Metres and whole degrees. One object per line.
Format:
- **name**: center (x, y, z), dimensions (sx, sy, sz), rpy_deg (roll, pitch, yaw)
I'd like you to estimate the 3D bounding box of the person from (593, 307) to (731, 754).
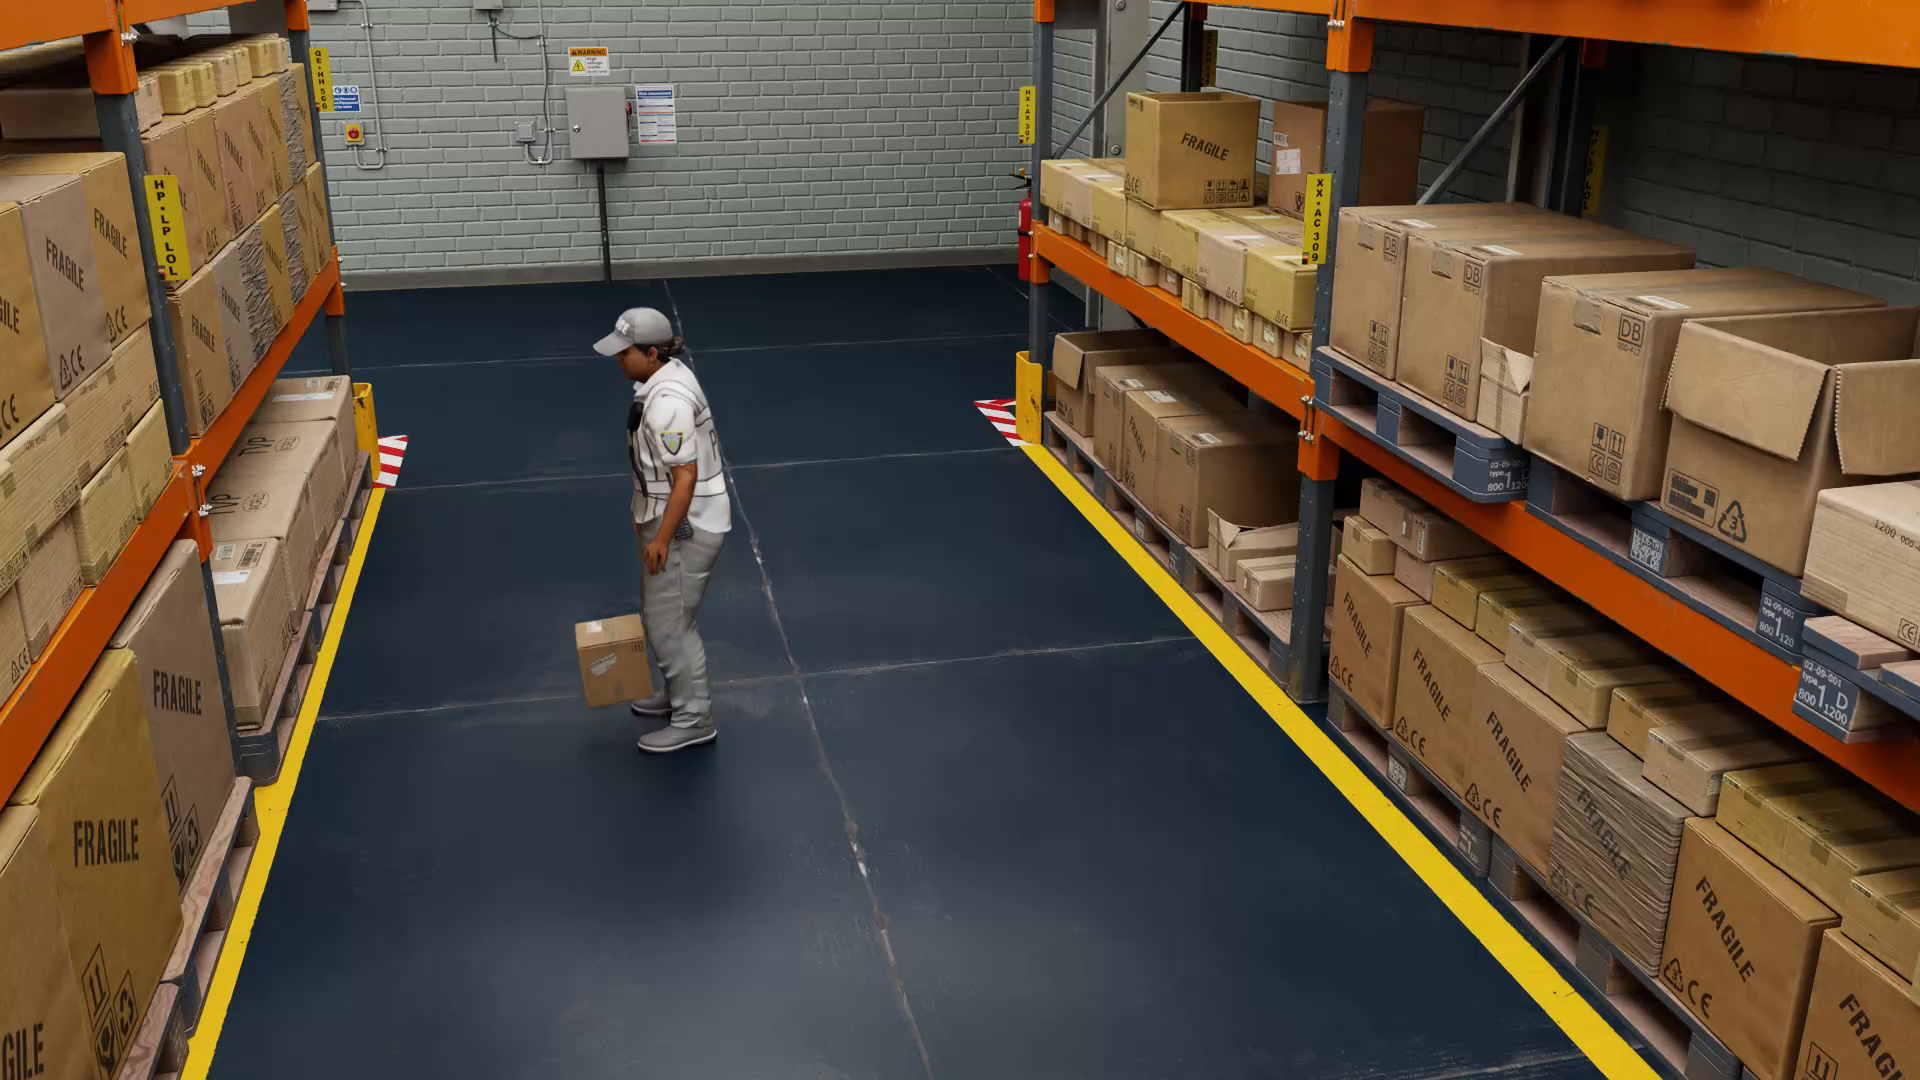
- **person**: center (-1.089, -0.052, 6.203), dimensions (0.451, 1.668, 0.532), rpy_deg (-5, 20, -14)
